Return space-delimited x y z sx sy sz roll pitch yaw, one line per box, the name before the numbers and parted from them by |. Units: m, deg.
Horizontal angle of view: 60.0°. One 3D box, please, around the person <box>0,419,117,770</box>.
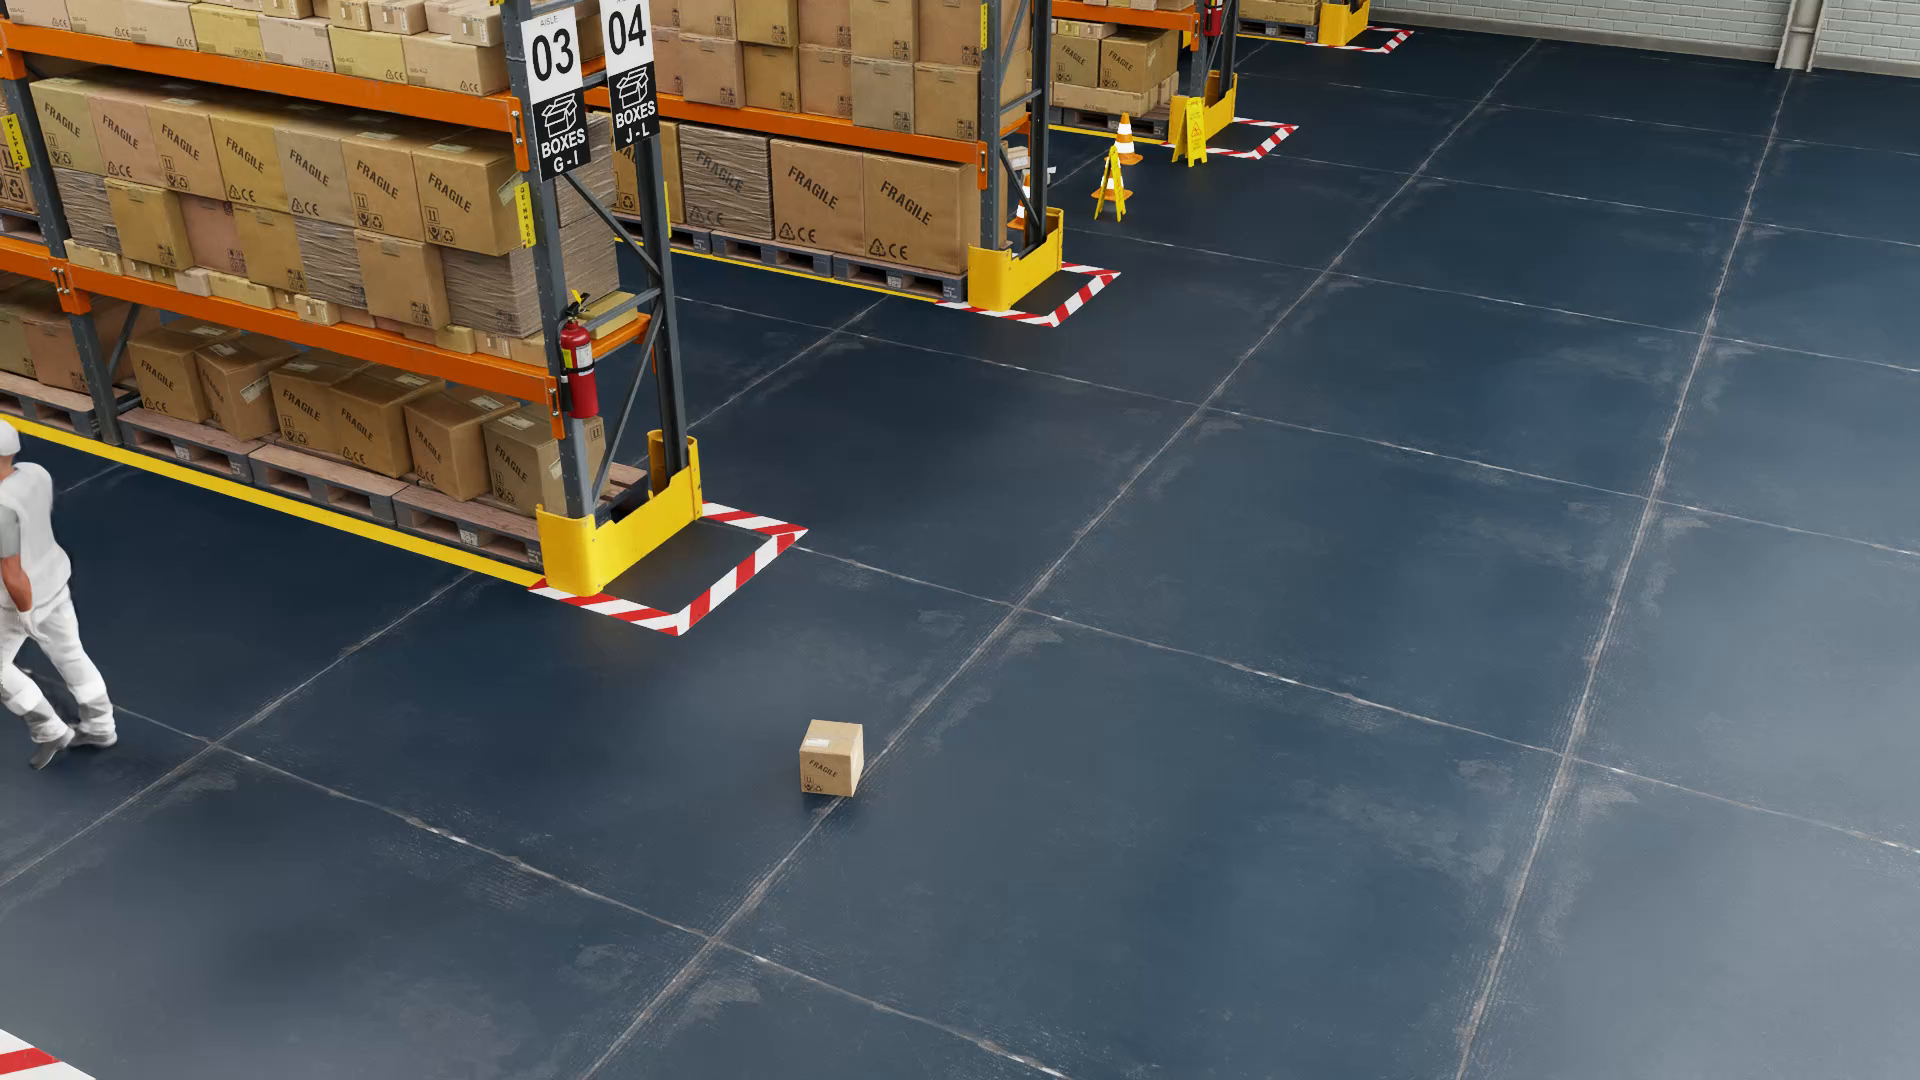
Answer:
person | -4.411 0.255 7.809 0.473 1.823 0.538 1 30 2
